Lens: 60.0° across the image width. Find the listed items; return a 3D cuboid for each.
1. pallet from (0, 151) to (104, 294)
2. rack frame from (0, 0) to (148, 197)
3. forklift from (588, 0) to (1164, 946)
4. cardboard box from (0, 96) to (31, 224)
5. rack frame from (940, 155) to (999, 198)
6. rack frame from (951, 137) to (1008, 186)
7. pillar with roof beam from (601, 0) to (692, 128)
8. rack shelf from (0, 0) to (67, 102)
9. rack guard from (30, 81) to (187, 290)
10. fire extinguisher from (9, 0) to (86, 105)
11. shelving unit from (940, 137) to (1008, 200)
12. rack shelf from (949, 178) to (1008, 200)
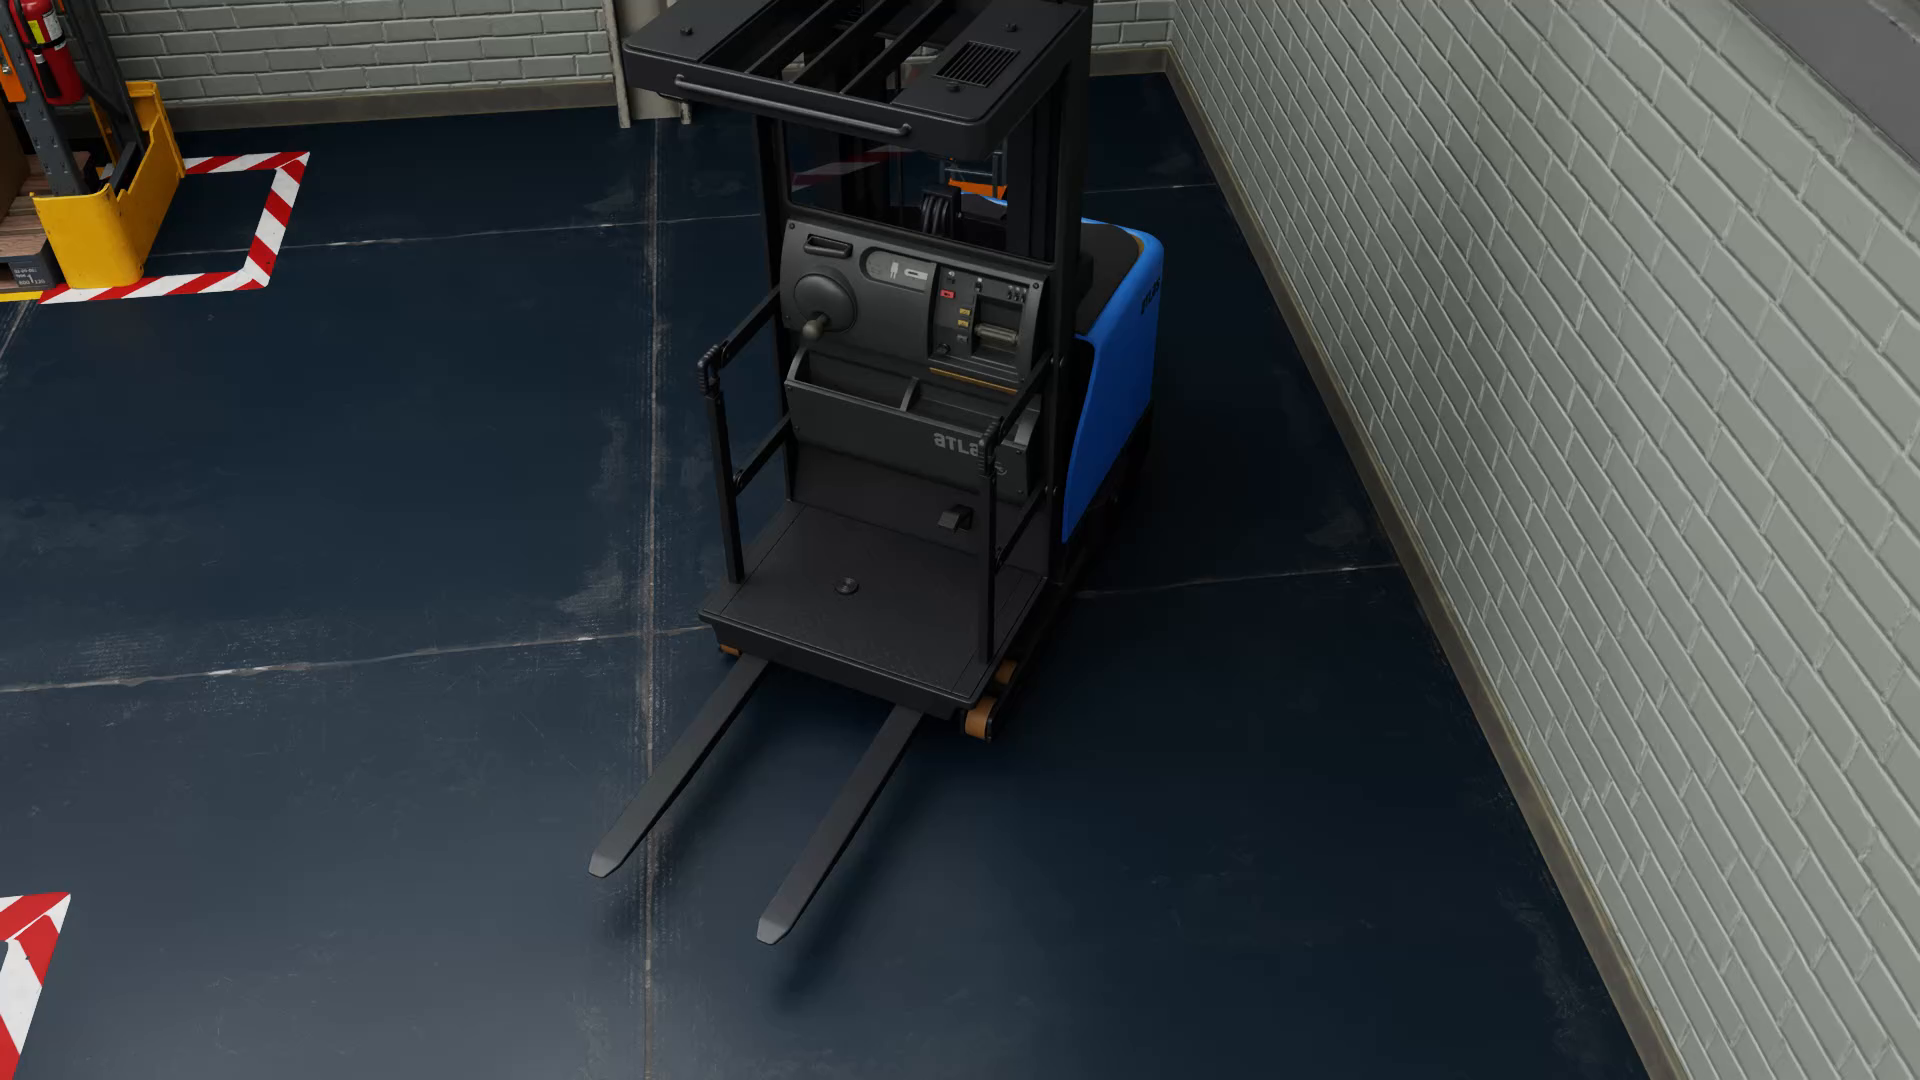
[{"bbox_3d":[-5.071,-1.573,8.337,1.213,0.211,1.003,-5,42,-6],"label":"pallet"},{"bbox_3d":[-4.288,-2.730,7.537,0.127,3.000,1.000,-5,42,-6],"label":"rack frame"},{"bbox_3d":[-0.255,-0.708,5.346,1.130,2.935,3.031,17,45,18],"label":"forklift"},{"bbox_3d":[-4.969,-1.831,8.093,0.500,0.500,0.700,-5,42,-6],"label":"cardboard box"},{"bbox_3d":[0.038,-1.115,7.090,0.240,1.200,0.006,9,43,10],"label":"rack frame"},{"bbox_3d":[0.081,-1.234,7.222,0.240,1.200,0.006,9,43,10],"label":"rack frame"},{"bbox_3d":[-1.165,-2.908,3.255,0.400,9.000,9.100,-5,42,-6],"label":"pillar with roof beam"},{"bbox_3d":[-6.271,-2.289,7.586,4.000,0.370,1.077,-5,42,-6],"label":"rack shelf"},{"bbox_3d":[-4.264,-1.804,8.377,0.348,0.500,1.175,-5,42,-6],"label":"rack guard"},{"bbox_3d":[-4.078,-2.269,7.363,0.183,0.674,0.296,-5,42,-6],"label":"fire extinguisher"},{"bbox_3d":[0.059,-1.174,7.156,0.258,1.200,0.189,9,43,10],"label":"shelving unit"},{"bbox_3d":[0.059,-1.409,6.945,0.258,0.103,0.180,9,43,10],"label":"rack shelf"}]
